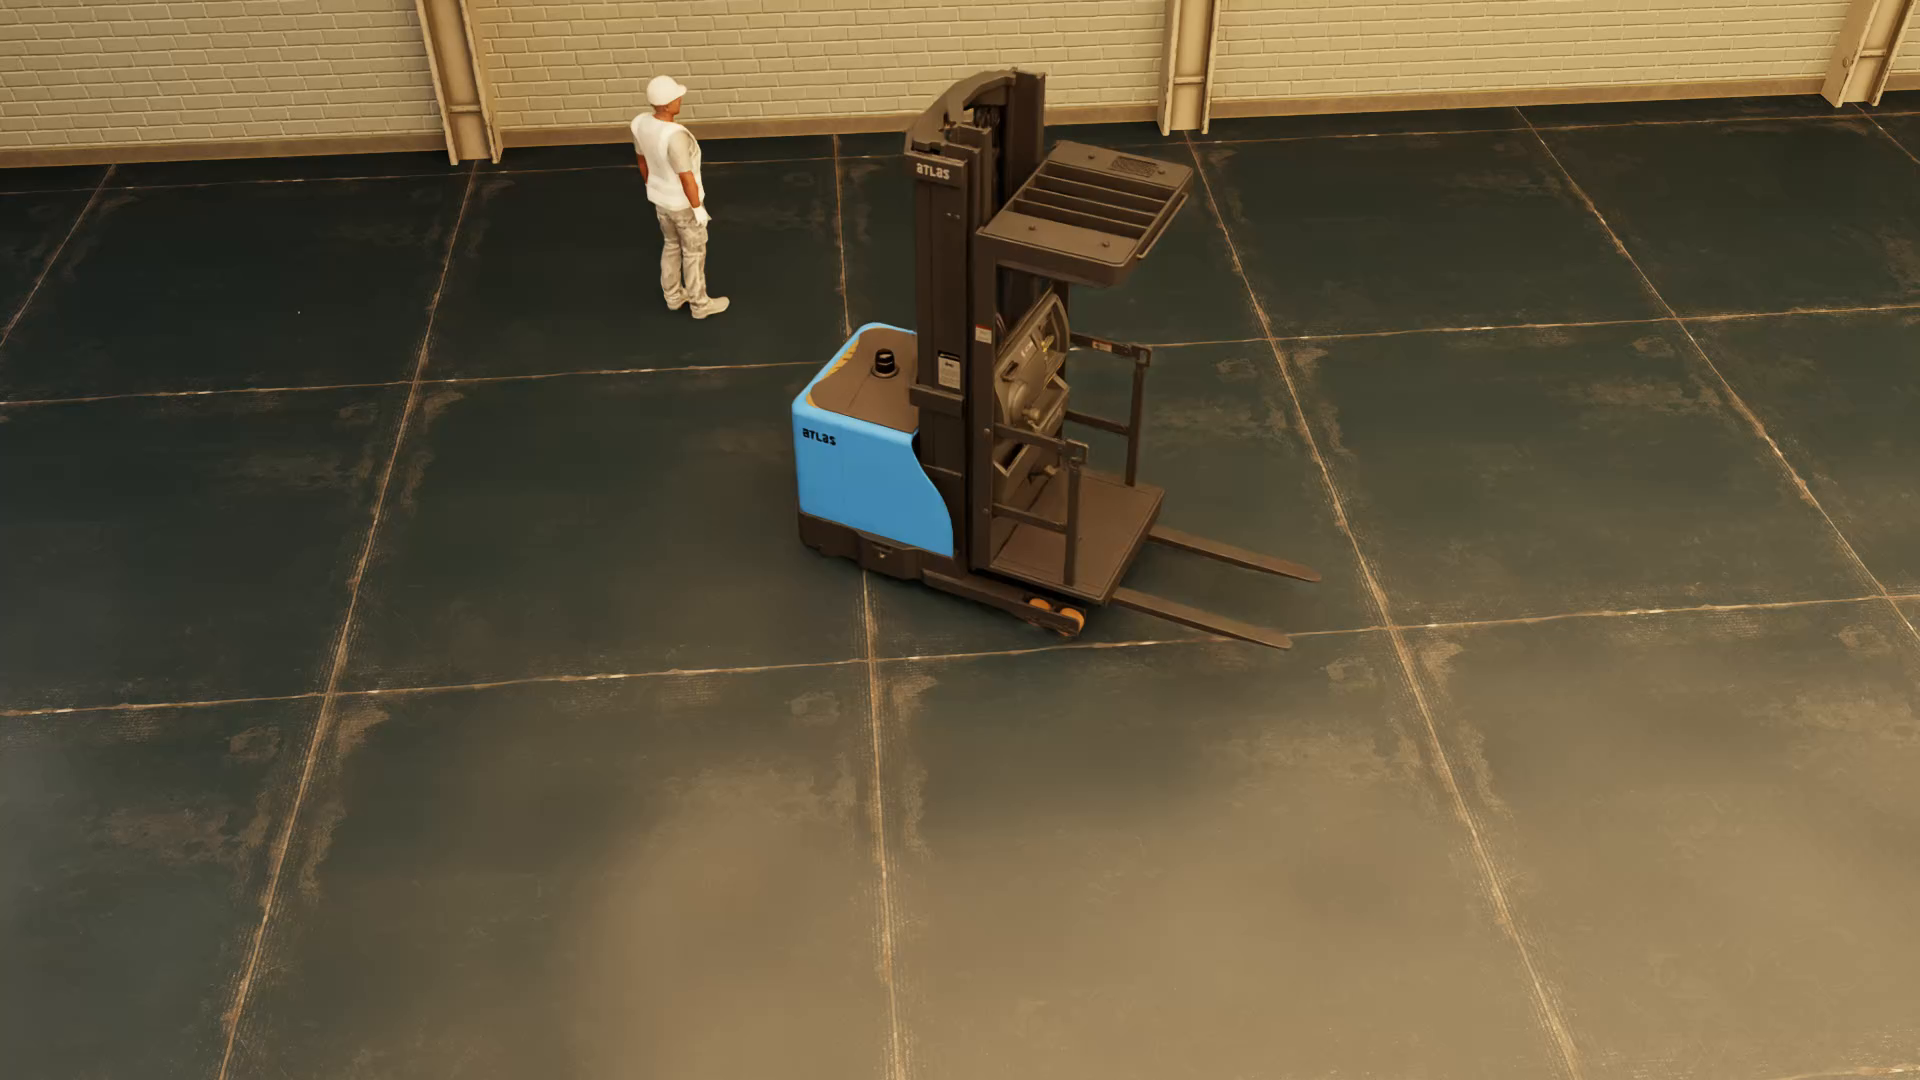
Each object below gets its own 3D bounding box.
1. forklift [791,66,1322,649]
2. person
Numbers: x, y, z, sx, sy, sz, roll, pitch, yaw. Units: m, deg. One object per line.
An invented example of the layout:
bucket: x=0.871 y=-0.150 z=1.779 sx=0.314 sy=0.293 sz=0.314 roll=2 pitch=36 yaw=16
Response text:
forklift: x=0.579 y=-0.955 z=9.055 sx=3.031 sy=2.935 sz=1.130 roll=17 pitch=43 yaw=19
person: x=-1.957 y=-2.398 z=11.626 sx=0.612 sy=1.790 sz=0.390 roll=32 pitch=50 yaw=32
